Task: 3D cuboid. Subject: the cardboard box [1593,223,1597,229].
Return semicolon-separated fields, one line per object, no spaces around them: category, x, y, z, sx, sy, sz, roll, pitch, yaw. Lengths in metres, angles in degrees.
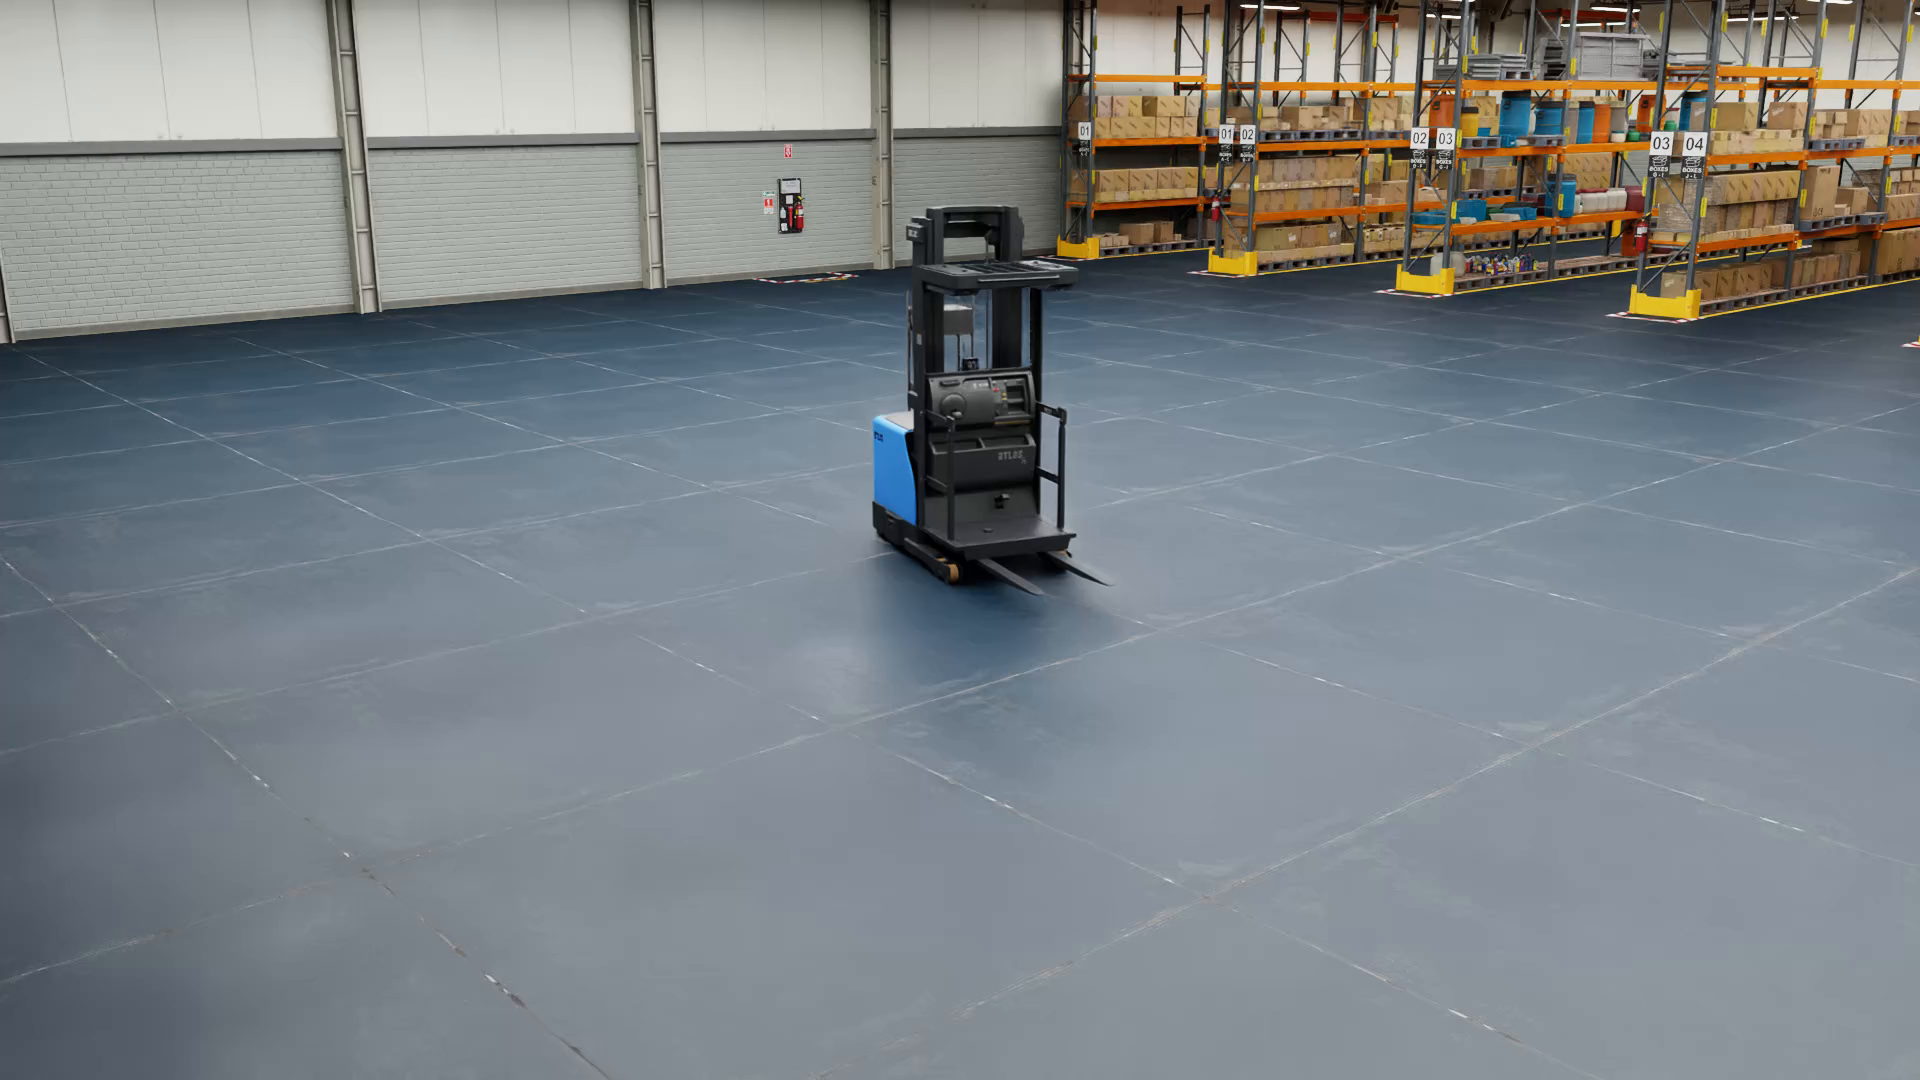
cardboard box;17.539;-8.772;46.414;0.250;0.166;0.380;-13;19;-39

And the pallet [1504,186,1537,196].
pallet;14.460;-9.234;43.881;1.213;0.211;1.003;-13;19;-39

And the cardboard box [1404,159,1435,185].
cardboard box;13.397;-10.887;49.113;0.700;0.700;0.980;-14;20;-42

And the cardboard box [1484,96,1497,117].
cardboard box;13.220;-10.990;42.137;0.500;0.500;0.500;-13;19;-39

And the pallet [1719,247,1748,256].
pallet;18.913;-7.261;41.525;1.213;0.211;1.003;-13;19;-39

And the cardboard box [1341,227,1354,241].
cardboard box;9.217;-7.356;39.904;0.500;0.311;0.500;-13;19;-39

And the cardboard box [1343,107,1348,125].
cardboard box;10.347;-11.808;46.286;0.500;0.500;0.700;-13;20;-39

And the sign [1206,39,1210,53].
sign;6.187;-12.329;41.506;0.005;0.325;0.100;-13;19;-39

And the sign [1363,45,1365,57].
sign;11.534;-13.943;47.396;0.005;0.325;0.100;-13;19;-39

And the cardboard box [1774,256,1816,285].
cardboard box;16.449;-5.339;32.916;0.500;0.500;0.700;-13;20;-40

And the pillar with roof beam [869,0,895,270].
pillar with roof beam;1.087;-9.703;33.638;0.400;9.000;9.100;-13;19;-39

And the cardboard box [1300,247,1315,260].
cardboard box;7.765;-6.584;38.102;0.500;0.250;0.500;-13;19;-39

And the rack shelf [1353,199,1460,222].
rack shelf;10.608;-8.077;40.571;4.000;0.370;1.077;-13;19;-39

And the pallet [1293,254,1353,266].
pallet;8.472;-6.612;39.096;1.213;0.211;1.003;-13;19;-39

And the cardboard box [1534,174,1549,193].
cardboard box;15.698;-9.523;44.395;0.500;0.500;0.500;-12;19;-38

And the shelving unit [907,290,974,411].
shelving unit;-0.180;-1.225;15.267;0.503;2.100;0.431;-6;16;-20

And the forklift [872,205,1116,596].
forklift;0.271;-1.185;13.507;1.130;2.935;3.031;-6;16;-23

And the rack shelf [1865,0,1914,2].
rack shelf;20.126;-11.330;34.682;4.000;0.370;1.077;-13;19;-39

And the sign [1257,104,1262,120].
sign;6.442;-9.209;35.755;0.005;0.325;0.100;-13;19;-39

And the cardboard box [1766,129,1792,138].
cardboard box;15.283;-7.587;31.049;0.250;0.149;0.380;-12;19;-39

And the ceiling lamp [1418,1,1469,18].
ceiling lamp;13.092;-15.436;43.790;2.000;3.185;0.800;-13;19;-39

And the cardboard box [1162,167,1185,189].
cardboard box;5.319;-9.123;41.892;0.500;0.500;0.500;-13;20;-40

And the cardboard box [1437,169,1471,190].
cardboard box;12.518;-9.144;42.161;0.700;0.500;0.500;8;17;28

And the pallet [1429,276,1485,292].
pallet;9.974;-5.255;34.014;1.213;0.211;1.003;-13;19;-39

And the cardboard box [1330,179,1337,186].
cardboard box;8.454;-8.229;38.294;0.250;0.149;0.380;-13;20;-39

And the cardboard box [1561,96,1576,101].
cardboard box;15.947;-11.569;44.304;0.500;0.500;0.700;-13;19;-39

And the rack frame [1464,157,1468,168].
rack frame;14.898;-11.083;50.428;0.127;3.000;1.000;-13;19;-39

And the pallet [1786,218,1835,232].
pallet;16.272;-6.165;32.391;1.213;0.211;1.003;-13;19;-39

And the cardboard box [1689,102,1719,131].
cardboard box;13.585;-7.674;30.115;0.500;0.500;0.500;-13;19;-39

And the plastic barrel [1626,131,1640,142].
plastic barrel;15.213;-9.121;37.573;0.294;0.245;0.294;0;15;0

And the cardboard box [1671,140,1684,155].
cardboard box;12.779;-6.987;29.574;0.500;0.250;0.500;-12;19;-38

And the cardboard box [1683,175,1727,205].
cardboard box;13.176;-6.195;29.421;0.500;0.500;0.500;-13;19;-39

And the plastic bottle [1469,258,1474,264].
plastic bottle;10.741;-5.798;35.067;0.135;0.276;0.152;-13;20;-41

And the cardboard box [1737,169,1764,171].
cardboard box;15.093;-6.805;31.707;0.500;0.500;0.500;-13;19;-39

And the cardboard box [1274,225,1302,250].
cardboard box;7.377;-6.865;37.700;0.500;0.500;0.500;-13;19;-39

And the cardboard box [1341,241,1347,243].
cardboard box;9.222;-7.087;39.985;0.500;0.250;0.500;-13;20;-40

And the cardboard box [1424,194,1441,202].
cardboard box;11.620;-8.436;41.007;0.250;0.149;0.380;-13;19;-39

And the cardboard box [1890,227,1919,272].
cardboard box;19.829;-6.273;35.727;0.875;0.875;1.225;-13;19;-39

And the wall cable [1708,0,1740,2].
wall cable;23.206;-16.878;47.916;0.112;2.526;3.097;-13;19;-39

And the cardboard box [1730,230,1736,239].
cardboard box;13.892;-5.573;30.288;0.250;0.149;0.380;-13;19;-39

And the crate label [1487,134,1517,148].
crate label;10.960;-8.074;33.639;0.408;0.251;0.502;-13;19;-39

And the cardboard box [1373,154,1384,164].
cardboard box;11.696;-10.840;47.258;0.500;0.250;0.500;-12;19;-38

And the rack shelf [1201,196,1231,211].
rack shelf;7.354;-9.041;44.179;4.000;0.370;1.077;-13;19;-39

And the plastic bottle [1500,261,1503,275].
plastic bottle;11.237;-5.659;34.559;0.097;0.271;0.097;0;15;0

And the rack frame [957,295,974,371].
rack frame;0.048;-1.247;15.350;0.015;2.100;0.400;-6;16;-20

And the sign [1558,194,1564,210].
sign;12.701;-7.146;35.154;0.005;0.325;0.100;-13;19;-39

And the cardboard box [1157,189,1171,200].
cardboard box;4.936;-8.677;41.673;0.500;0.250;0.500;-13;20;-40

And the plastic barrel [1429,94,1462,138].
plastic barrel;9.614;-8.410;32.965;0.708;0.830;0.600;-13;19;-39

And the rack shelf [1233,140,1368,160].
rack shelf;7.591;-8.849;37.647;4.000;0.370;1.077;-13;19;-39

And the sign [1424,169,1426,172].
sign;11.754;-9.389;41.997;0.005;0.325;0.100;-13;19;-39

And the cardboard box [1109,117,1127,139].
cardboard box;3.672;-9.971;40.223;0.500;0.500;0.500;-11;19;-36

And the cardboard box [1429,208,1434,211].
cardboard box;13.679;-9.770;49.543;0.500;0.500;0.700;-13;20;-41

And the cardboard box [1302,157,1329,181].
cardboard box;8.010;-8.514;38.105;0.500;0.500;0.700;-13;20;-39

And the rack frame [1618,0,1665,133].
rack frame;15.366;-10.697;37.360;0.127;3.000;1.000;-13;19;-39
